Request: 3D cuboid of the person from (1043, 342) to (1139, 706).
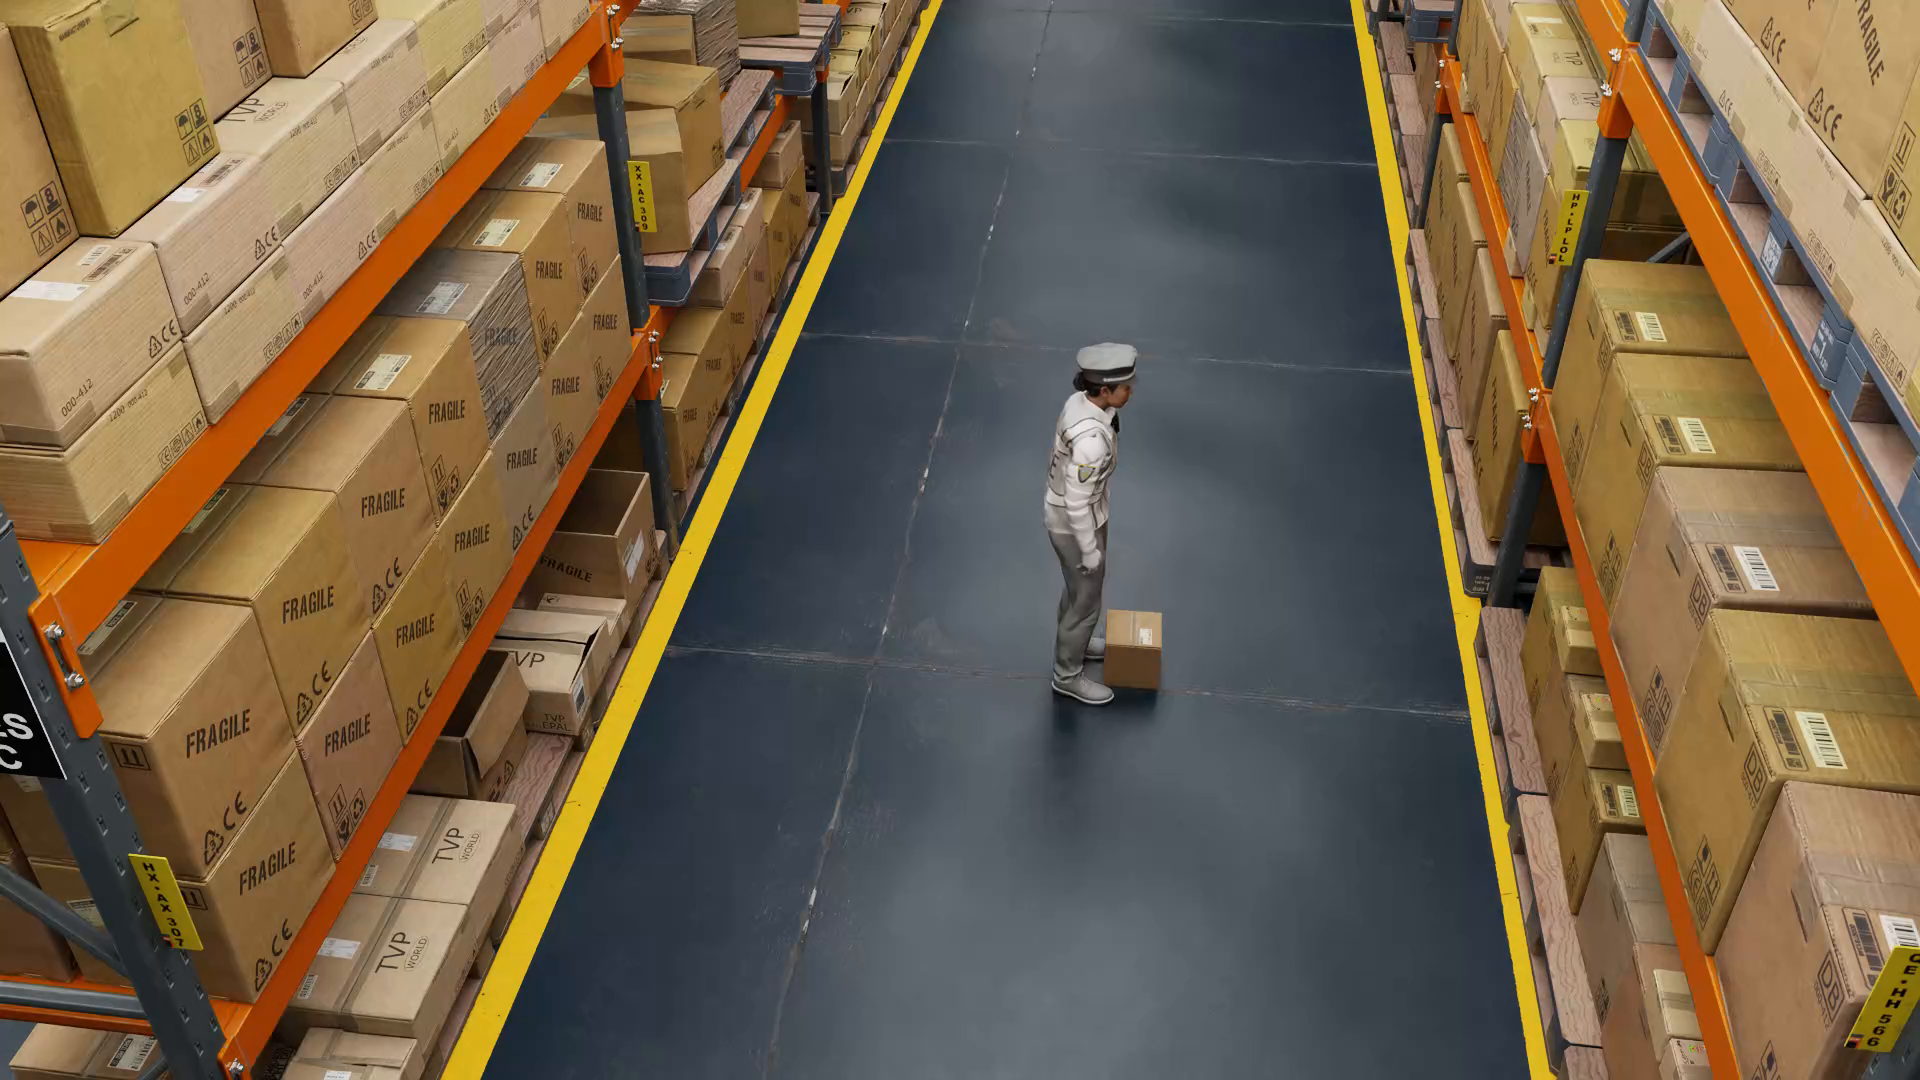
[{"bbox_3d":[0.539,-0.081,7.146,0.372,1.662,0.527,3,36,5],"label":"person"}]
